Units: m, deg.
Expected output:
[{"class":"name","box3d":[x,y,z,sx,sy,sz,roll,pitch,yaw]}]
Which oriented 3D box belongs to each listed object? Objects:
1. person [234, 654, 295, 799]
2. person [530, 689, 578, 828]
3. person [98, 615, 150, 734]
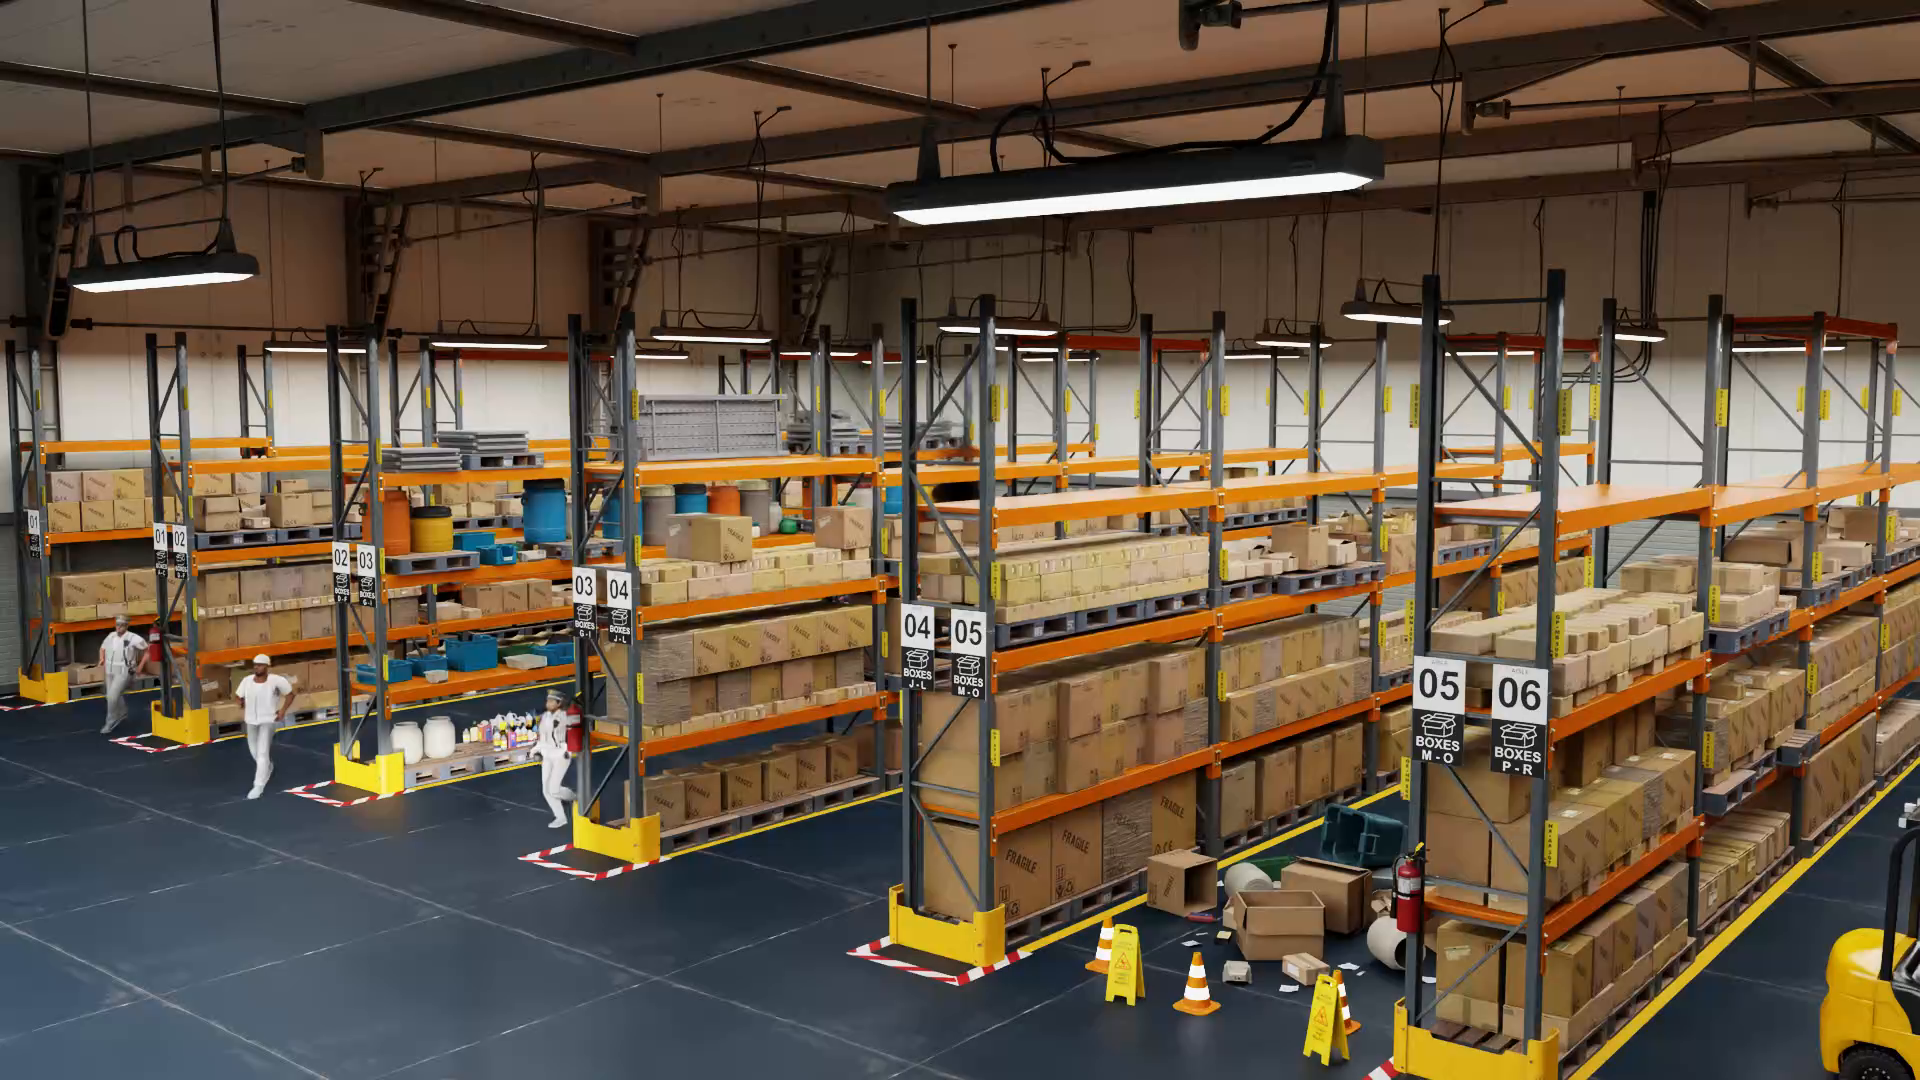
[{"class":"person","box3d":[-8.987,2.353,21.365,0.709,1.786,0.881,0,5,5]},{"class":"person","box3d":[-4.769,2.571,19.694,0.632,1.655,0.529,4,6,35]},{"class":"person","box3d":[-12.772,2.032,25.317,0.737,1.815,0.767,1,5,13]}]
